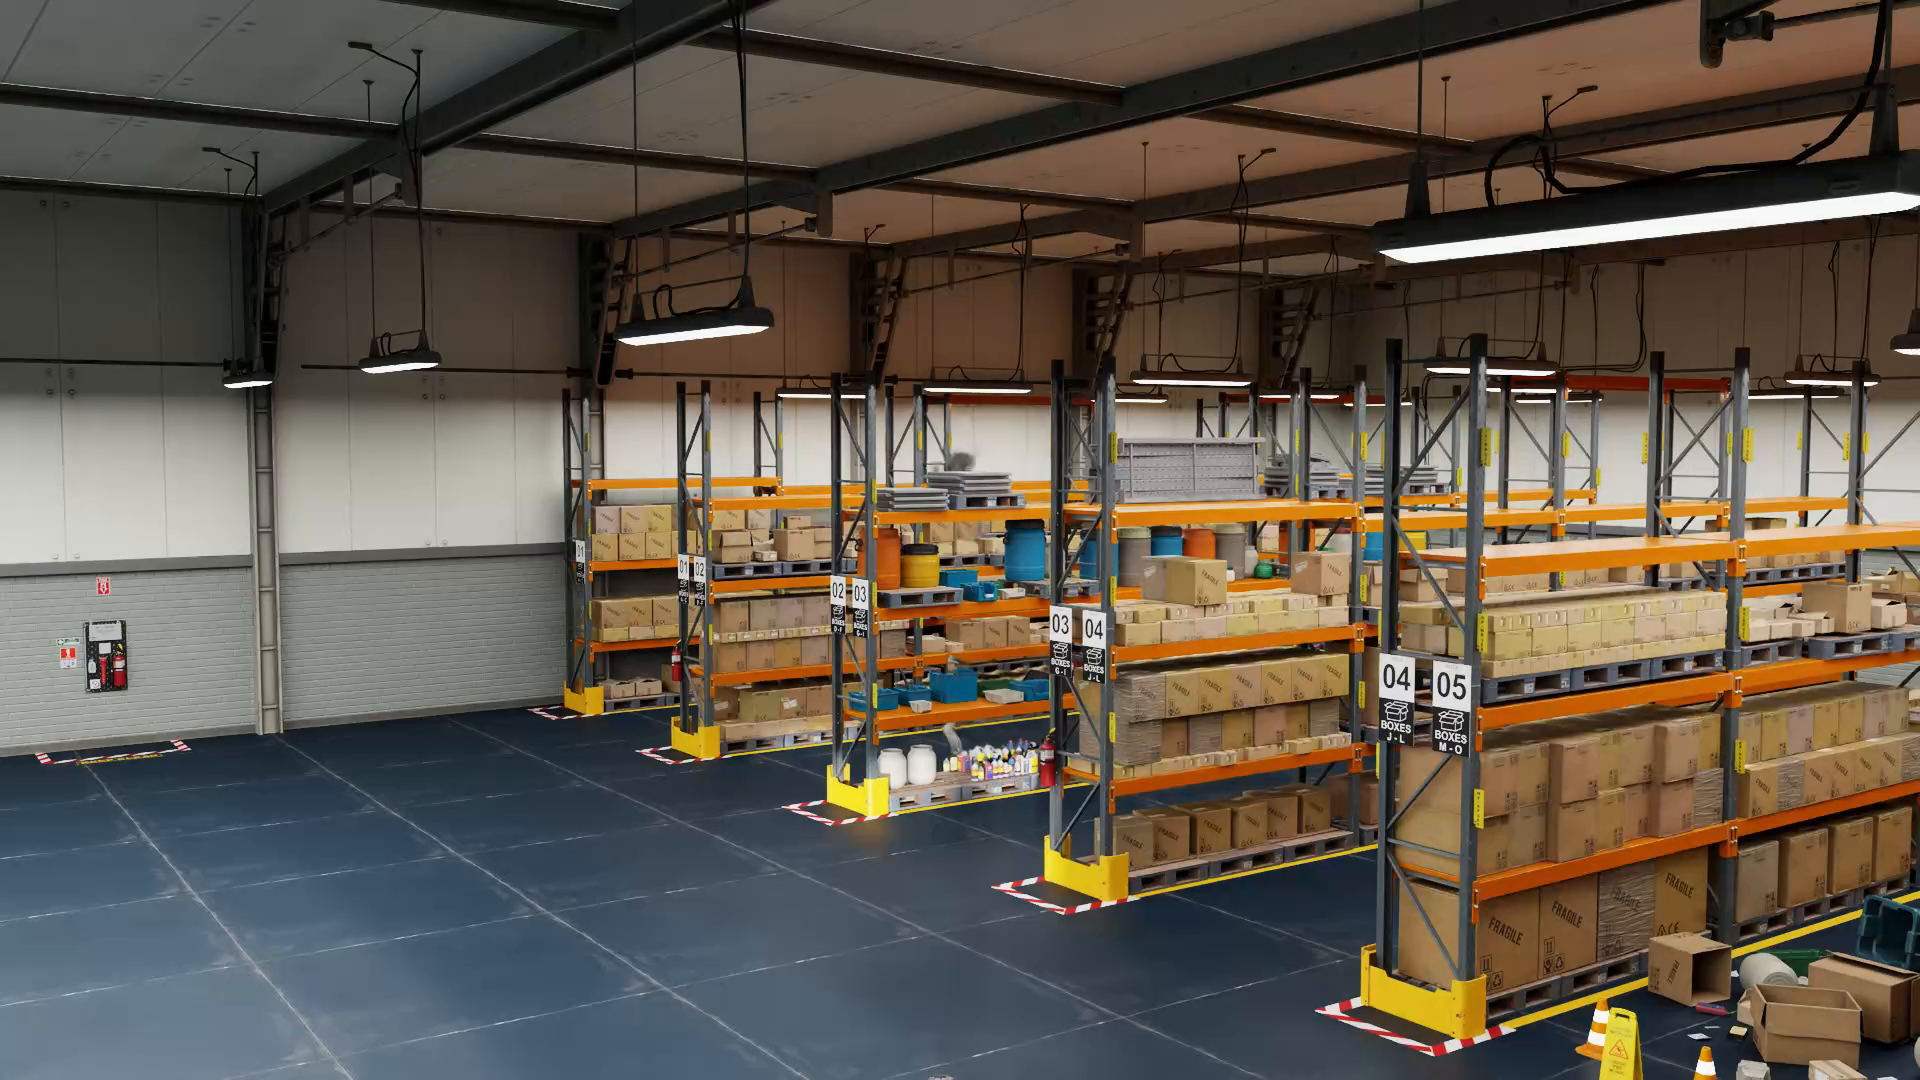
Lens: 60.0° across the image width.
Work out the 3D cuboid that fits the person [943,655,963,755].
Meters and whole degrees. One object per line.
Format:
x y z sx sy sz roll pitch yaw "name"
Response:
-0.136 2.656 26.030 0.638 1.712 0.594 -3 5 -43 "person"
